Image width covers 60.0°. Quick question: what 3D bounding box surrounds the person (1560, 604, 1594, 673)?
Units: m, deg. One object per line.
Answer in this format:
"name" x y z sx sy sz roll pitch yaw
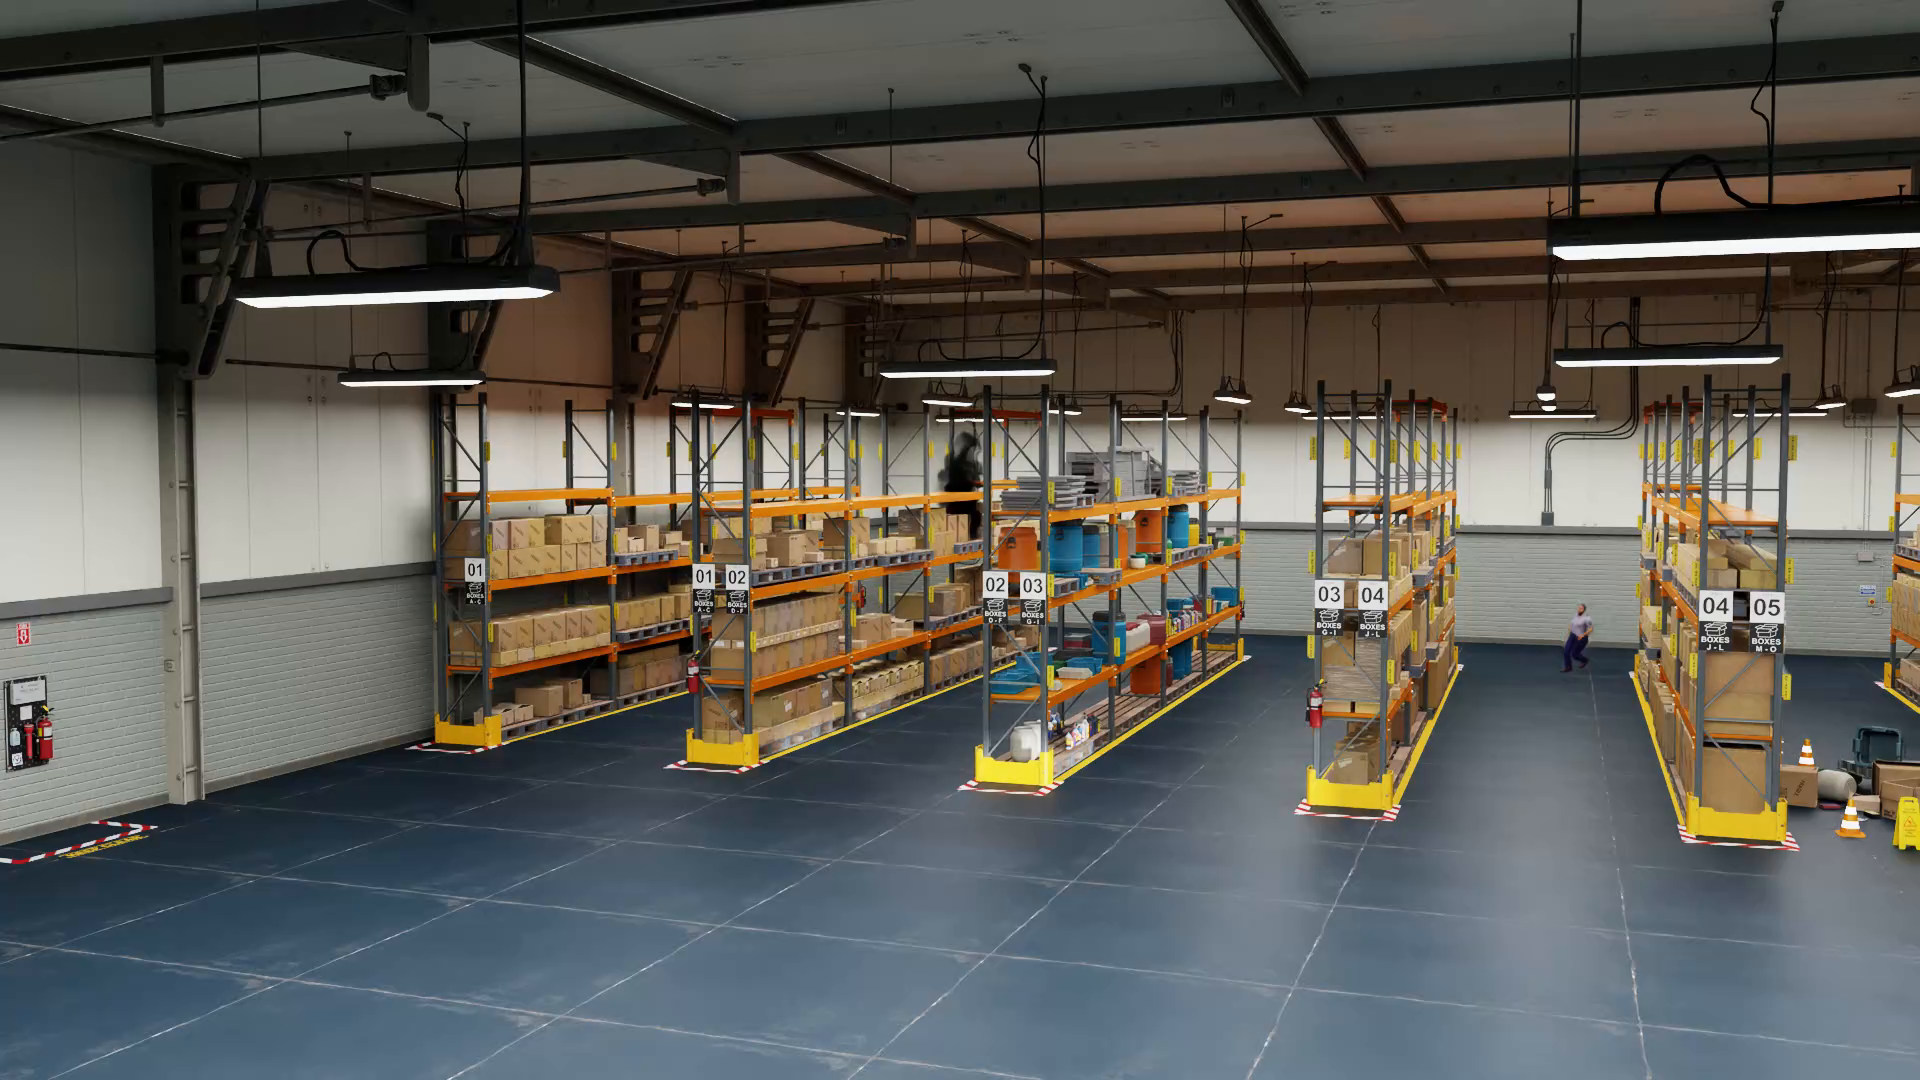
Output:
"person" 13.969 2.225 37.475 0.605 1.586 0.646 -2 3 -29
